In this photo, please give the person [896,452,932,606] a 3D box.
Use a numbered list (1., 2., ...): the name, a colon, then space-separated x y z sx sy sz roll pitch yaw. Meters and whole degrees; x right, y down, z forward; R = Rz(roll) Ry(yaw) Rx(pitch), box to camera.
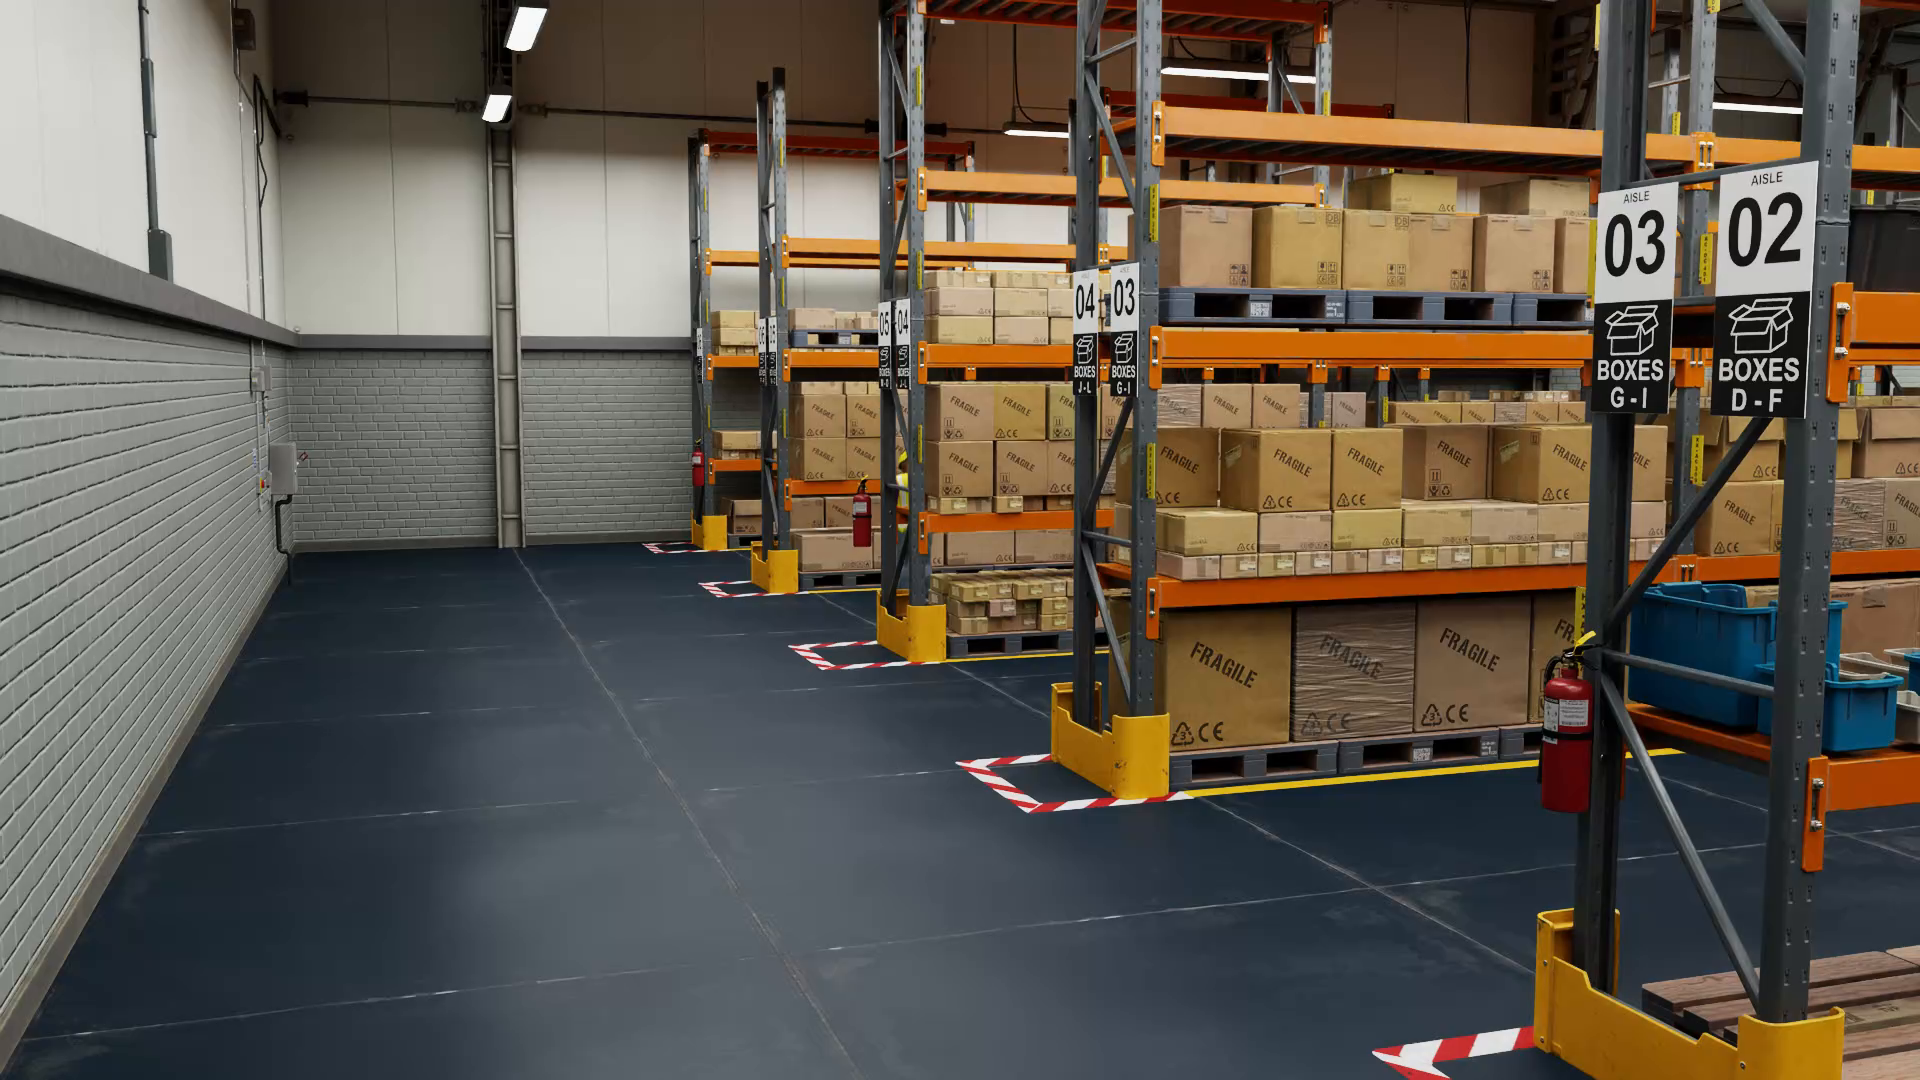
1. person: -0.527 -0.102 17.995 0.591 1.717 0.453 -2 6 -17
